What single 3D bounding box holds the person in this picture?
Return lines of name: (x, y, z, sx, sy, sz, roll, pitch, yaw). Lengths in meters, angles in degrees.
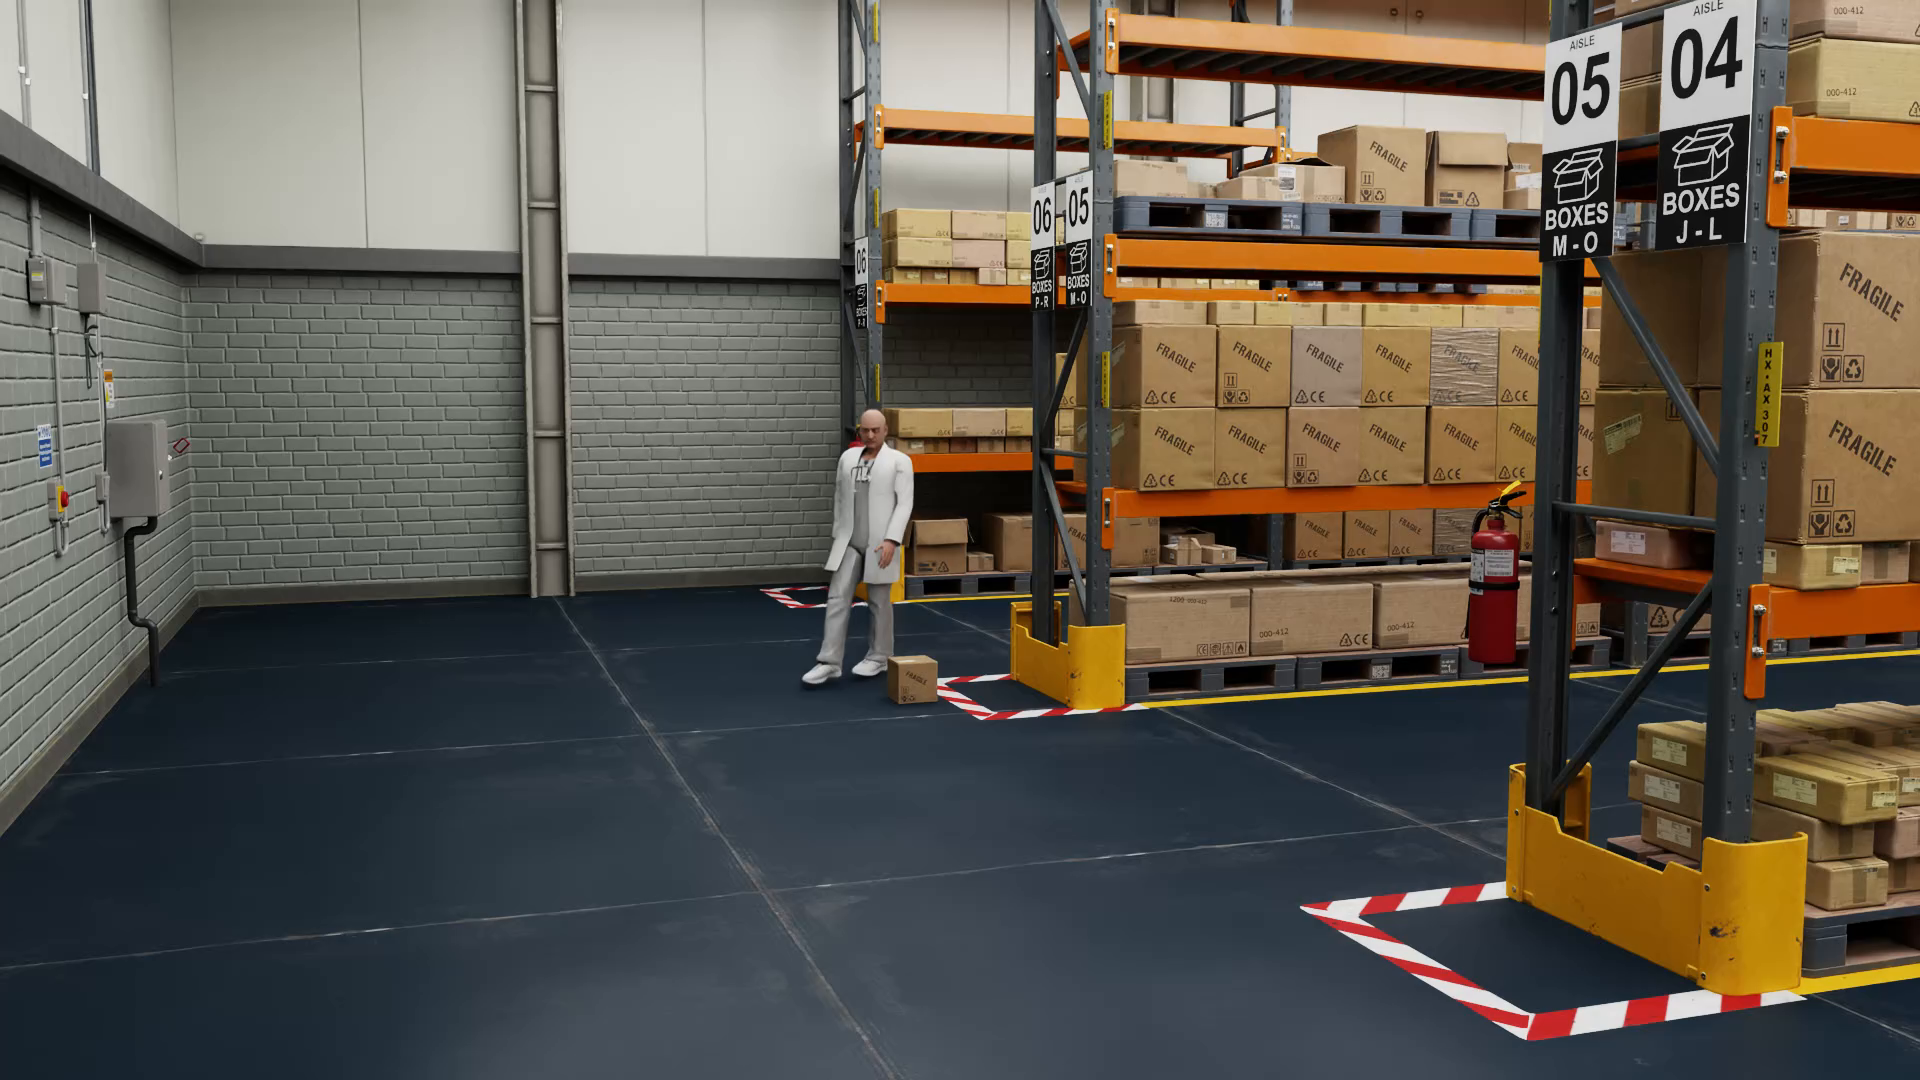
person: (-0.623, 0.039, 10.760, 0.612, 1.764, 0.840, 2, 6, 18)
